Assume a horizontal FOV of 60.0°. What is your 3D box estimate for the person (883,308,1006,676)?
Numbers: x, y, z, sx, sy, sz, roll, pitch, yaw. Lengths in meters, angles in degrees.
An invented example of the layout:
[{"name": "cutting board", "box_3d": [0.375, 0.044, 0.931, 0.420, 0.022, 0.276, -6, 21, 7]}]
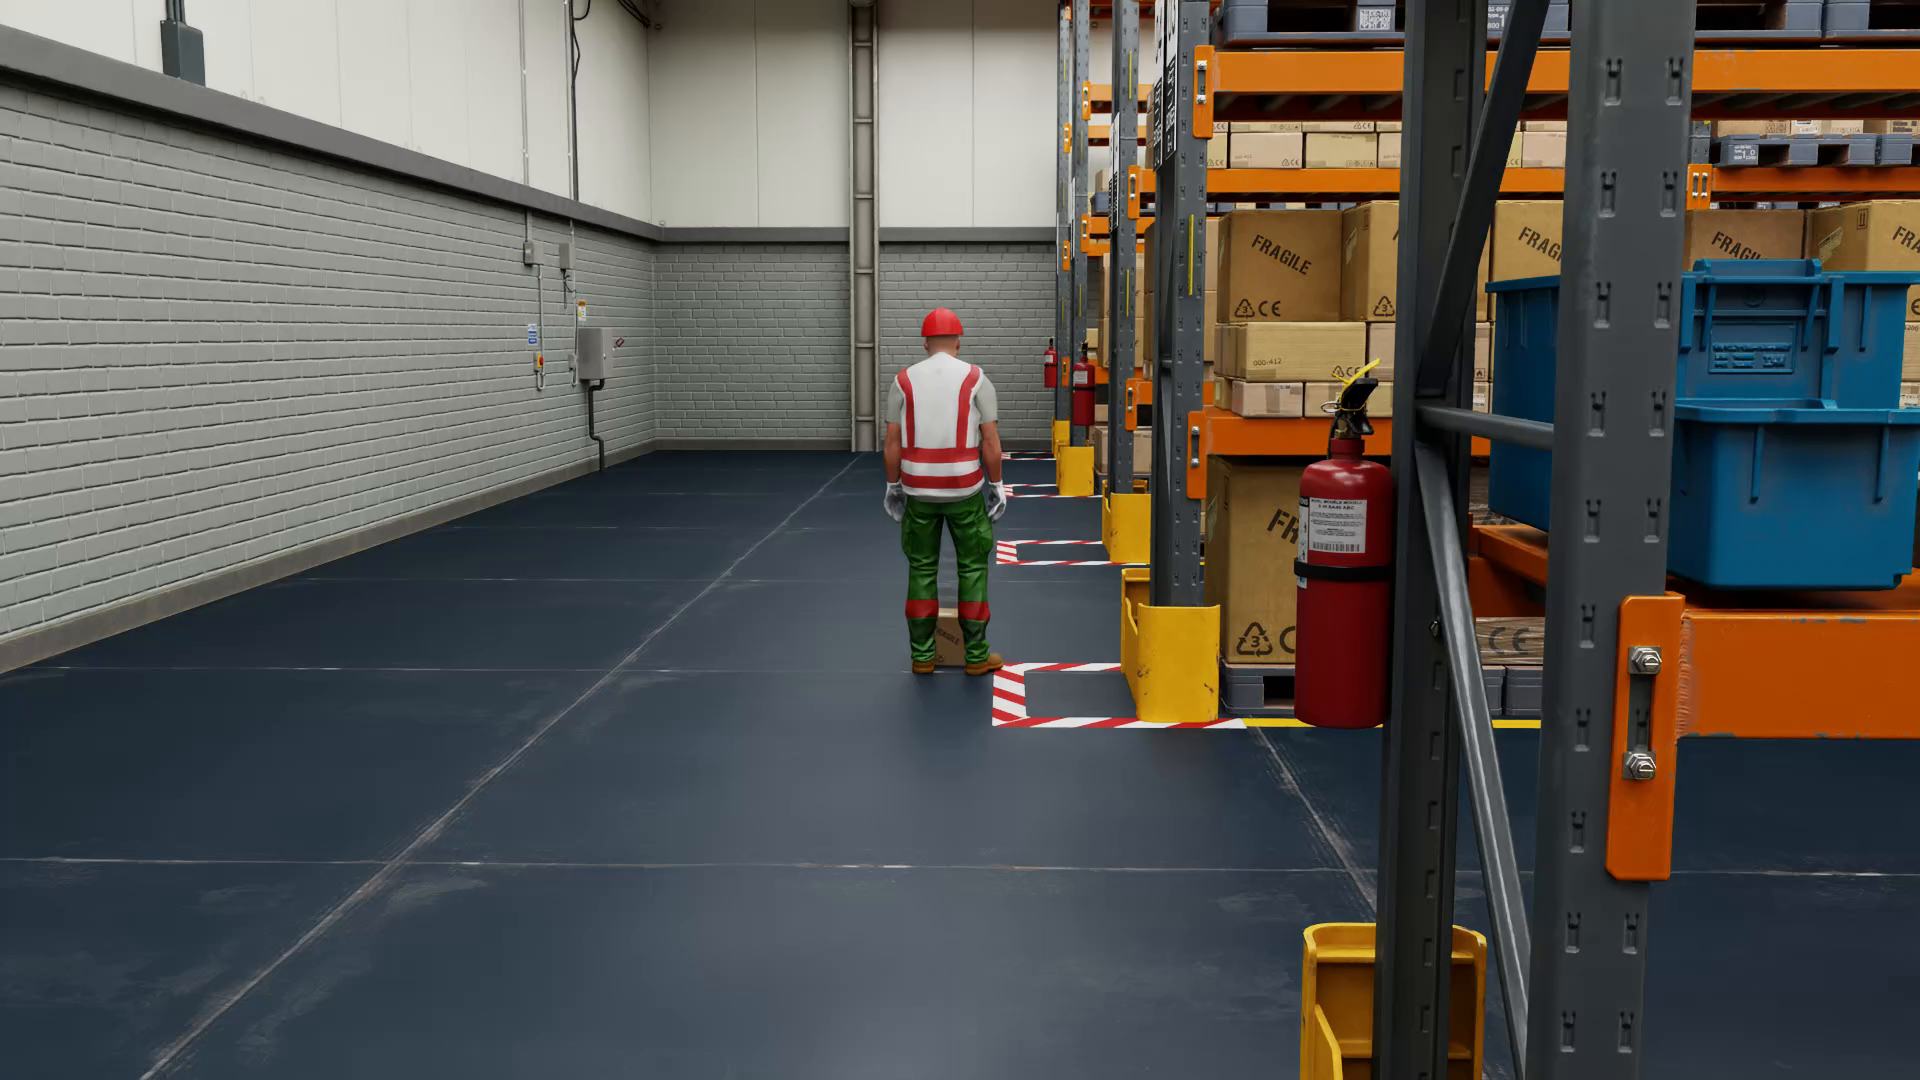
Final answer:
[{"name": "person", "box_3d": [-0.073, -0.237, 8.108, 0.604, 1.777, 0.453, 1, 7, 10]}]
